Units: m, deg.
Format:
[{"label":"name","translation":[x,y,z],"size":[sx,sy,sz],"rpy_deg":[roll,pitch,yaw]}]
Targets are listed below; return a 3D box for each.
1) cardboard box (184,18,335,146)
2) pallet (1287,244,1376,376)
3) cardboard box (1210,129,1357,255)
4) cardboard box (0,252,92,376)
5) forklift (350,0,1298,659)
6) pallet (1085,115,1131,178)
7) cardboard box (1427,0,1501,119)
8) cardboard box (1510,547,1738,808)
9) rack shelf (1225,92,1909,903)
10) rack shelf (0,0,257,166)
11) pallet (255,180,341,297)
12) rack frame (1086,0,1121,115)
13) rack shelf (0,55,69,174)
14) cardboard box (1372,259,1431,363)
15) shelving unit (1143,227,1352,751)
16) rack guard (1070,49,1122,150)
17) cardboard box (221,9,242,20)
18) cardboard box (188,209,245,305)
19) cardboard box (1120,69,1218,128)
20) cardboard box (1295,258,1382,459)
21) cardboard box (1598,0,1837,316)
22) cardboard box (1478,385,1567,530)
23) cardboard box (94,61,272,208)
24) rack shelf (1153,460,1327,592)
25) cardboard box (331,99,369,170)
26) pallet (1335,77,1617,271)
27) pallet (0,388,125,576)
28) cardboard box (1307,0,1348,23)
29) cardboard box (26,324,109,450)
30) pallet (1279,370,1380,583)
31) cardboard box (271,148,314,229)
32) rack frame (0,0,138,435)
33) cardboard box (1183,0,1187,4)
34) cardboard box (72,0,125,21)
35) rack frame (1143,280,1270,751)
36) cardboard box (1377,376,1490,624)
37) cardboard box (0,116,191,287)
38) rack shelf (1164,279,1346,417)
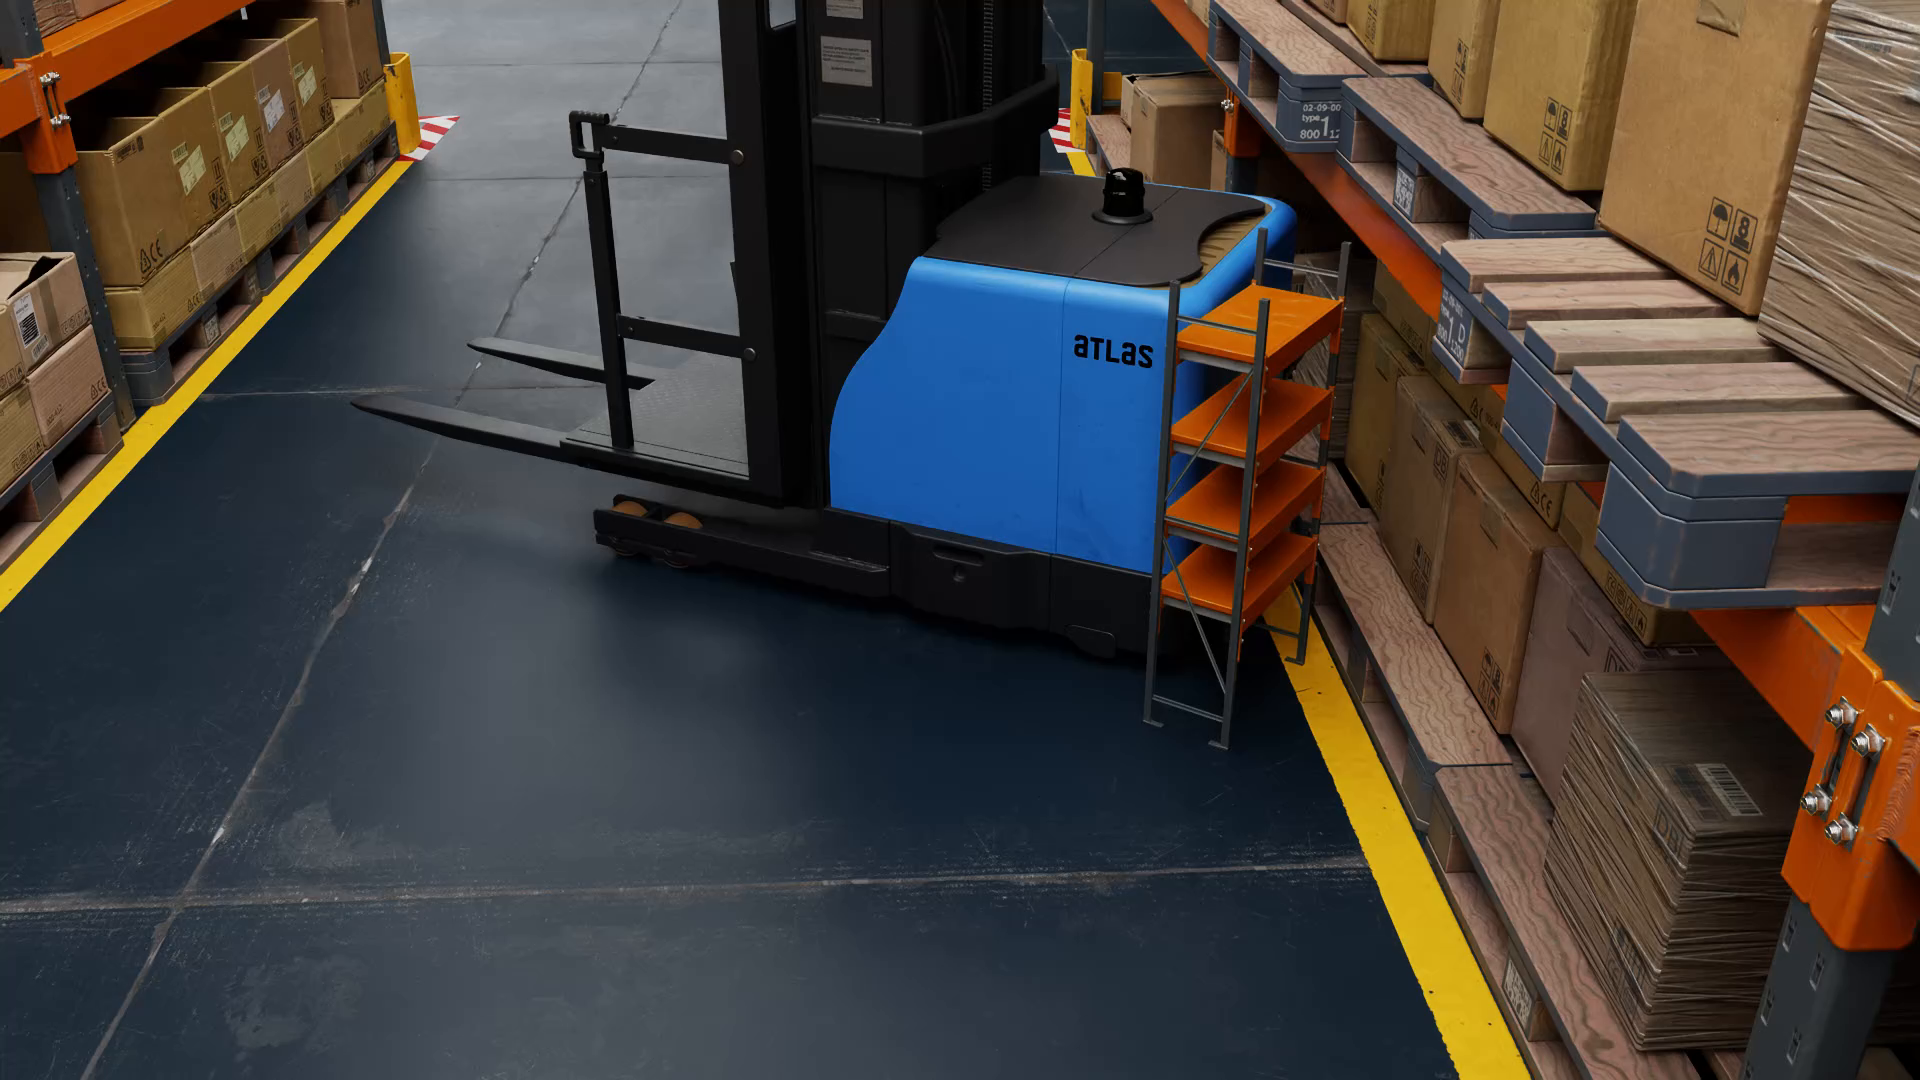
[{"label":"cardboard box","translation":[-3.323,-2.170,7.875],"size":[0.500,0.500,0.500],"rpy_deg":[-1,28,-3]},{"label":"pallet","translation":[1.370,-0.919,6.784],"size":[1.003,0.211,1.213],"rpy_deg":[-1,28,-3]},{"label":"cardboard box","translation":[1.347,-1.412,6.940],"size":[0.500,0.500,0.500],"rpy_deg":[-3,28,-7]},{"label":"cardboard box","translation":[-3.199,-0.761,5.378],"size":[0.500,0.311,0.500],"rpy_deg":[-1,28,-3]},{"label":"forklift","translation":[-0.568,-1.420,4.803],"size":[3.031,2.935,1.130],"rpy_deg":[12,30,22]},{"label":"pallet","translation":[1.243,-2.046,8.945],"size":[1.003,0.211,1.213],"rpy_deg":[-1,28,-3]},{"label":"cardboard box","translation":[1.521,-1.288,3.893],"size":[0.700,0.500,0.500],"rpy_deg":[2,28,4]},{"label":"cardboard box","translation":[1.649,0.342,3.578],"size":[0.700,0.500,0.500],"rpy_deg":[-1,28,-3]},{"label":"rack shelf","translation":[1.545,-0.604,3.942],"size":[1.077,0.370,4.000],"rpy_deg":[-1,28,-3]},{"label":"rack shelf","translation":[-3.610,-2.330,7.251],"size":[1.077,0.370,4.000],"rpy_deg":[-1,28,-3]},{"label":"pallet","translation":[-3.572,-1.422,7.748],"size":[1.003,0.211,1.213],"rpy_deg":[-1,28,-3]},{"label":"rack frame","translation":[1.232,-3.694,9.088],"size":[1.000,3.000,0.127],"rpy_deg":[-1,28,-3]},{"label":"rack shelf","translation":[-3.402,-0.483,3.709],"size":[1.077,0.370,4.000],"rpy_deg":[-1,28,-3]},{"label":"cardboard box","translation":[1.522,-0.723,4.809],"size":[0.500,0.250,0.500],"rpy_deg":[-2,28,-4]},{"label":"shelving unit","translation":[0.715,-0.123,4.188],"size":[0.258,1.200,0.503],"rpy_deg":[17,32,29]},{"label":"rack guard","translation":[1.236,-2.550,9.599],"size":[1.175,0.500,0.348],"rpy_deg":[-1,28,-3]},{"label":"cardboard box","translation":[-3.881,-2.388,8.293],"size":[0.500,0.500,0.500],"rpy_deg":[-1,28,-3]},{"label":"cardboard box","translation":[-3.248,-1.145,6.720],"size":[0.500,0.250,0.500],"rpy_deg":[-1,28,-3]},{"label":"cardboard box","translation":[1.178,-2.375,8.992],"size":[0.500,0.311,0.500],"rpy_deg":[-4,28,-8]},{"label":"cardboard box","translation":[1.496,-0.594,5.372],"size":[0.700,0.500,0.500],"rpy_deg":[0,28,-1]},{"label":"cardboard box","translation":[1.559,-0.713,2.789],"size":[0.700,0.500,0.500],"rpy_deg":[-4,28,-7]},{"label":"cardboard box","translation":[1.561,-0.252,3.906],"size":[0.500,0.250,0.500],"rpy_deg":[-2,28,-3]},{"label":"cardboard box","translation":[-3.270,-1.708,6.990],"size":[0.500,0.500,0.500],"rpy_deg":[-1,28,-3]},{"label":"rack shelf","translation":[0.715,-0.063,4.219],"size":[0.258,0.148,0.480],"rpy_deg":[17,32,29]},{"label":"cardboard box","translation":[-3.354,-2.068,8.491],"size":[0.500,0.250,0.500],"rpy_deg":[-1,28,-3]},{"label":"pallet","translation":[1.505,-0.827,3.800],"size":[1.003,0.211,1.213],"rpy_deg":[-1,28,-3]},{"label":"pallet","translation":[-3.429,-0.149,5.308],"size":[1.003,0.211,1.213],"rpy_deg":[-1,28,-3]},{"label":"cardboard box","translation":[1.433,-1.850,4.970],"size":[0.700,0.500,0.500],"rpy_deg":[-1,28,-2]},{"label":"cardboard box","translation":[-3.195,-0.508,5.499],"size":[0.500,0.250,0.500],"rpy_deg":[-2,28,-3]},{"label":"pallet","translation":[1.483,-0.251,5.502],"size":[1.003,0.211,1.213],"rpy_deg":[-1,28,-3]},{"label":"cardboard box","translation":[-3.301,-1.606,7.606],"size":[0.500,0.250,0.500],"rpy_deg":[-1,28,-3]},{"label":"rack frame","translation":[-3.506,-1.725,5.314],"size":[1.000,3.000,0.127],"rpy_deg":[-1,28,-3]},{"label":"cardboard box","translation":[1.096,-2.231,6.424],"size":[0.500,0.250,0.500],"rpy_deg":[-1,28,-2]},{"label":"cardboard box","translation":[-3.569,-2.218,6.150],"size":[0.700,0.500,0.500],"rpy_deg":[-2,28,-3]},{"label":"rack frame","translation":[0.582,-0.028,4.007],"size":[0.240,1.200,0.015],"rpy_deg":[17,32,29]},{"label":"cardboard box","translation":[1.559,-0.120,4.463],"size":[0.700,0.500,0.500],"rpy_deg":[-1,28,-2]},{"label":"cardboard box","translation":[-3.218,-1.246,6.104],"size":[0.500,0.500,0.500],"rpy_deg":[-1,28,-3]},{"label":"rack shelf","translation":[0.715,-0.471,4.006],"size":[0.258,0.148,0.480],"rpy_deg":[17,32,29]}]
